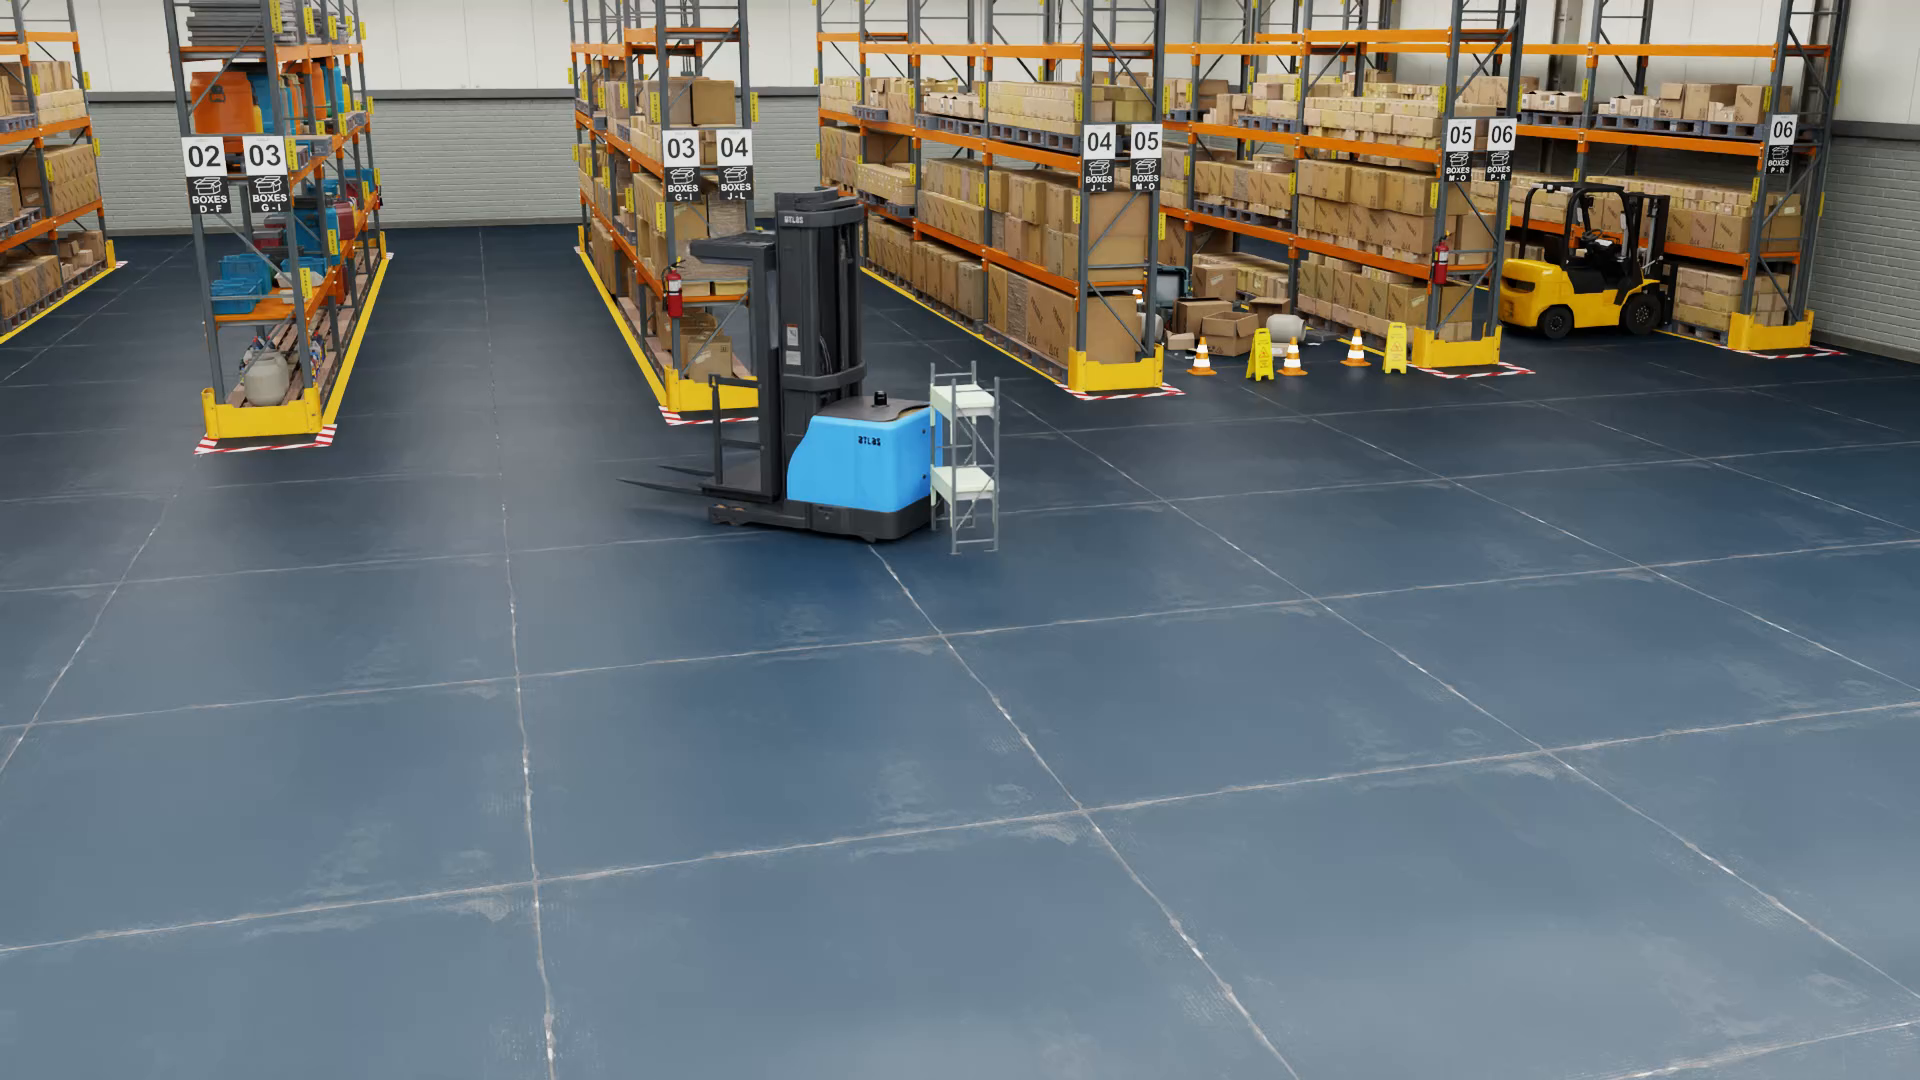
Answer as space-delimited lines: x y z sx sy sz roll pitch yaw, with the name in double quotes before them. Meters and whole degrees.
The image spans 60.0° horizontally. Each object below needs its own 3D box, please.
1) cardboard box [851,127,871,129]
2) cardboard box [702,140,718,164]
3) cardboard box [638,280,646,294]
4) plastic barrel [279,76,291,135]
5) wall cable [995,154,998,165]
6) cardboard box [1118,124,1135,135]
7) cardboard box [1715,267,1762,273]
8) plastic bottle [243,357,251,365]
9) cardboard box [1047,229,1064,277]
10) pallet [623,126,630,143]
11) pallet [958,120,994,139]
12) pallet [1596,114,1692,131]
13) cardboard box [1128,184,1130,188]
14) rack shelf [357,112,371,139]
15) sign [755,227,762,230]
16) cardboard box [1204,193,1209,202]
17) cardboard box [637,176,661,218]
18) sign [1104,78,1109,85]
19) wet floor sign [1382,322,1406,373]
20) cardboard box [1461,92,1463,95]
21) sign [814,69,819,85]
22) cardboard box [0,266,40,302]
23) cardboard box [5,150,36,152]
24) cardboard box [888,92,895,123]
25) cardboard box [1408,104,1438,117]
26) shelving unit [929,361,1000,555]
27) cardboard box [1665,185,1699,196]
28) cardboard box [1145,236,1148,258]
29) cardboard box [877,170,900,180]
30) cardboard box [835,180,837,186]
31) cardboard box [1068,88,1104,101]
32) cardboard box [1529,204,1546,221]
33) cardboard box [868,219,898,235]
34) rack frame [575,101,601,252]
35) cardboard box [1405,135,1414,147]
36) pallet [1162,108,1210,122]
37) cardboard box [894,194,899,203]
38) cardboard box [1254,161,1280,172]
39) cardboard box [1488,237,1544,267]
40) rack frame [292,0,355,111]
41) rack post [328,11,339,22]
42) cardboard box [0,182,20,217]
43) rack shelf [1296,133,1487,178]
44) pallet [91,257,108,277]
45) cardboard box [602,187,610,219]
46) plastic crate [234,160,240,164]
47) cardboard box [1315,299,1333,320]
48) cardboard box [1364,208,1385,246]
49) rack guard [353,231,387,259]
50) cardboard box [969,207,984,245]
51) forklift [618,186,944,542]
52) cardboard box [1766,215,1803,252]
"cardboard box" -1.954 -8.213 34.153 0.500 0.500 0.500 -5 18 -17
"cardboard box" -2.742 -4.520 19.332 0.500 0.250 0.500 -4 17 -14
"cardboard box" -4.526 -3.735 25.254 0.700 0.500 0.500 -3 17 -11
"plastic barrel" -9.247 -5.697 22.120 0.600 0.901 0.600 0 17 0
"wall cable" 0.701 -10.270 41.608 0.585 1.953 0.123 -5 17 -15
"cardboard box" 2.153 -5.051 20.372 0.380 0.149 0.250 -5 17 -15
"cardboard box" 11.351 -3.827 24.291 0.500 0.250 0.500 -5 17 -15
"plastic bottle" -8.589 -2.061 20.070 0.152 0.276 0.135 -5 17 -15
"cardboard box" 1.621 -3.687 21.251 0.875 0.550 0.550 -5 17 -15
"pallet" -4.024 -5.634 23.106 1.213 0.211 1.003 -5 17 -15
"pallet" 0.540 -6.067 24.553 0.805 0.209 1.217 -5 18 -17
"pallet" 10.602 -6.445 25.634 1.003 0.211 1.213 -5 17 -15
"cardboard box" 3.509 -6.604 31.483 0.500 0.250 0.500 -5 17 -16
"rack shelf" -11.467 -7.574 30.490 1.077 0.370 4.000 -5 17 -15
"sign" -2.336 -3.459 19.249 0.100 0.325 0.005 -5 17 -15
"cardboard box" 4.428 -5.893 28.564 0.380 0.149 0.250 -6 18 -19
"cardboard box" -3.939 -4.494 21.771 0.500 0.500 0.500 -5 17 -15
"sign" 2.840 -8.782 32.224 0.100 0.325 0.005 -5 17 -15
"wet floor sign" 5.694 -2.520 21.721 0.267 0.644 0.232 1 17 4
"cardboard box" 9.408 -8.213 30.417 0.380 0.149 0.250 -5 18 -17
"sign" -2.980 -9.604 34.476 0.100 0.325 0.005 -5 17 -15
"cardboard box" -14.863 -4.022 26.207 0.500 0.500 0.500 -5 18 -17
"cardboard box" -16.488 -6.605 29.315 0.500 0.500 0.500 -5 17 -16
"cardboard box" -0.944 -7.477 28.741 0.500 0.500 0.500 -5 17 -15
"cardboard box" 6.172 -5.697 22.040 0.380 0.149 0.250 -5 17 -16
"shelving unit" 0.033 -0.710 14.210 0.431 1.500 0.755 -4 17 -14
"cardboard box" 10.714 -5.186 24.683 0.380 0.149 0.250 -4 17 -14
"cardboard box" 3.876 -5.873 31.754 0.875 0.875 0.875 -4 17 -14
"cardboard box" -1.259 -6.473 29.461 0.380 0.149 0.250 -4 17 -14
"cardboard box" -2.349 -7.349 34.140 0.380 0.149 0.250 -4 17 -13
"cardboard box" 1.520 -5.379 20.078 0.380 0.149 0.250 -5 17 -15
"cardboard box" 9.809 -5.470 27.710 0.500 0.250 0.500 -5 17 -16
"cardboard box" -1.410 -5.823 30.934 0.500 0.250 0.500 -5 18 -18
"rack frame" -7.255 -7.427 33.964 1.000 3.000 0.127 -5 17 -15
"cardboard box" 6.163 -5.320 22.172 0.380 0.149 0.250 -4 17 -14
"pallet" 4.244 -7.518 29.380 1.213 0.211 1.003 -4 17 -13
"cardboard box" -0.904 -5.828 28.347 0.380 0.149 0.250 -5 17 -15
"cardboard box" 4.928 -5.967 26.554 0.380 0.149 0.250 -5 18 -18
"cardboard box" 9.774 -4.915 28.999 0.875 0.625 0.625 -5 18 -18
"rack frame" -10.918 -8.802 28.114 1.000 3.000 0.127 -5 17 -15
"rack post" -10.716 -8.531 27.341 0.937 0.300 0.954 -5 17 -16
"cardboard box" -15.137 -5.304 25.991 0.700 0.500 0.500 -10 19 -29
"rack shelf" 6.121 -5.430 23.352 1.077 0.370 4.000 -5 17 -15
"pallet" -16.540 -5.068 30.957 1.003 0.211 1.213 -5 17 -15
"cardboard box" -5.707 -5.661 27.910 0.500 0.500 0.500 -5 18 -17
"plastic crate" -8.434 -4.542 19.174 0.392 0.384 0.575 -5 17 -15
"cardboard box" 5.631 -3.444 24.754 0.500 0.250 0.500 -4 17 -12
"cardboard box" 5.989 -4.381 23.132 0.500 0.500 0.500 -5 17 -16
"rack guard" -12.036 -5.844 33.038 1.175 0.500 0.348 -5 17 -15
"cardboard box" 0.439 -4.643 24.522 0.500 0.500 0.500 -5 17 -16
"forklift" -1.697 -1.653 14.861 3.031 2.935 1.130 8 18 25
"cardboard box" 11.573 -4.385 23.663 0.500 0.500 0.500 -4 17 -13
